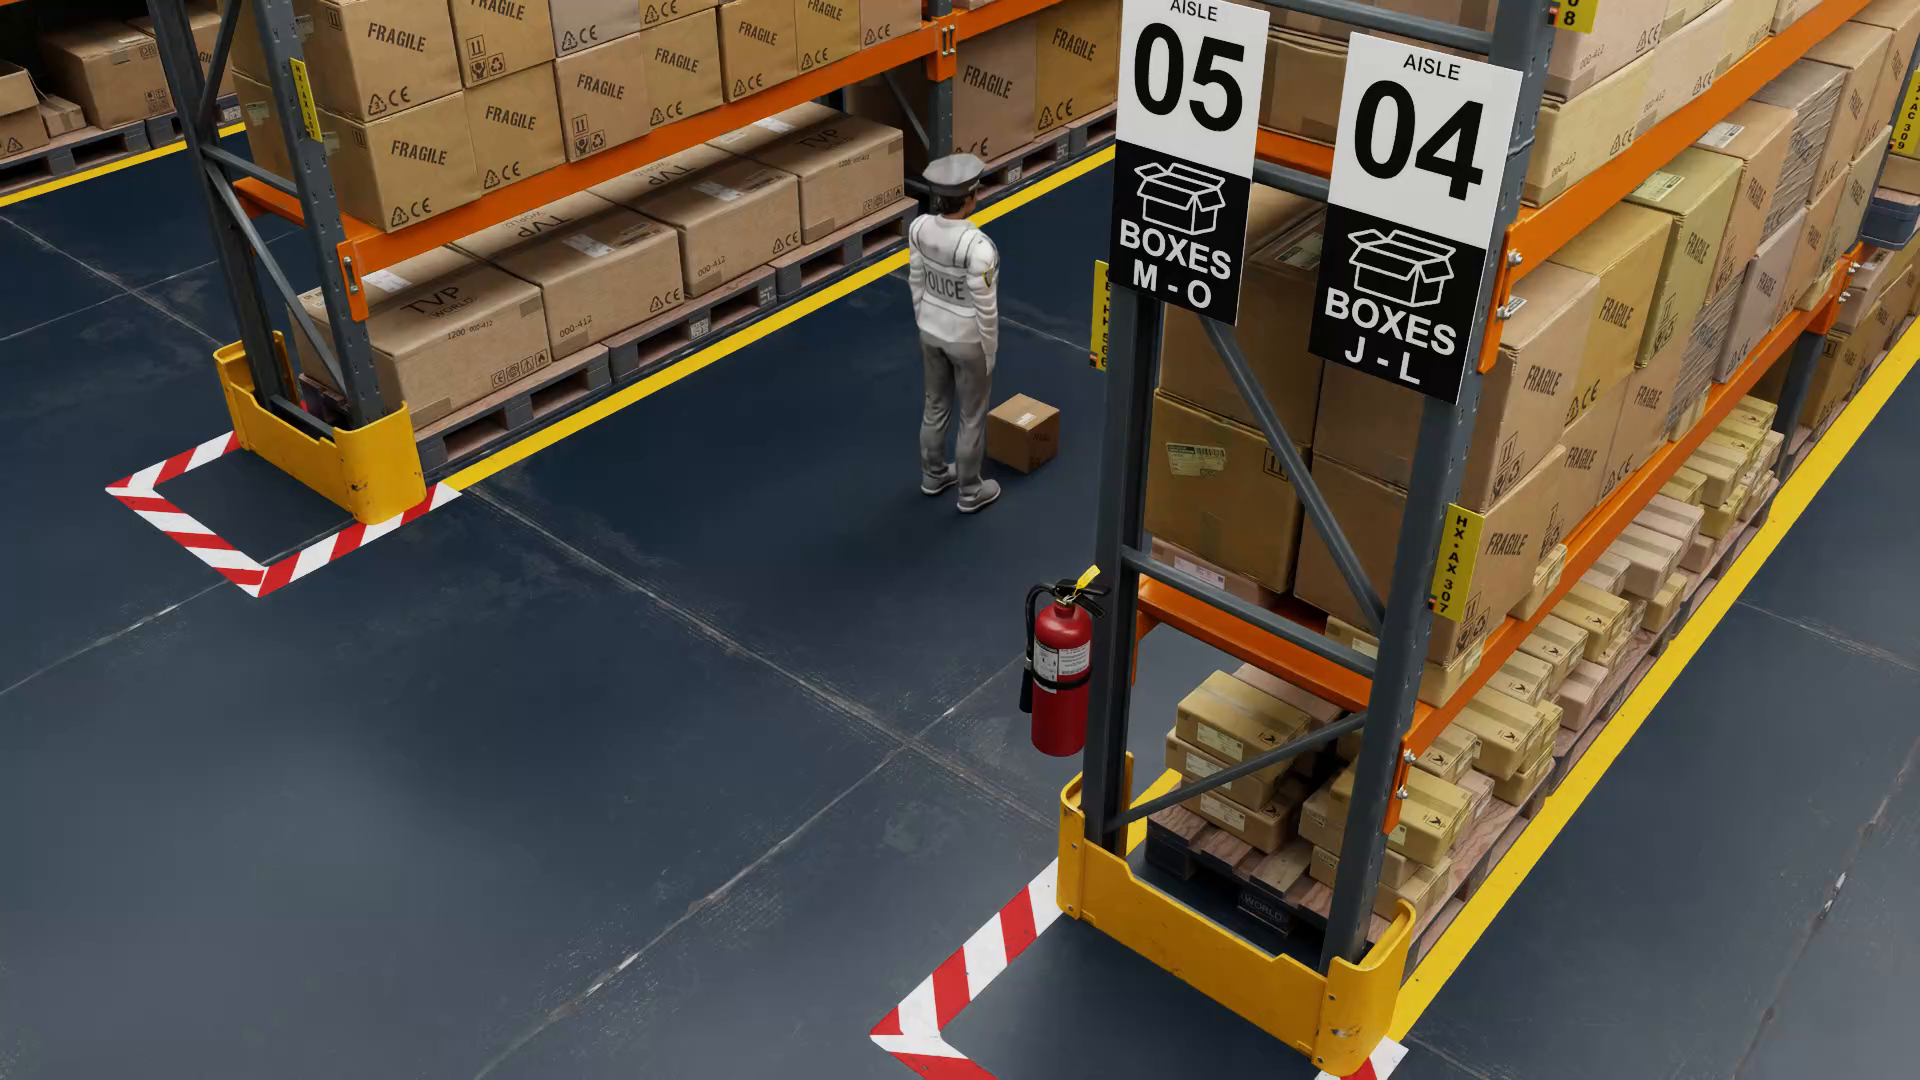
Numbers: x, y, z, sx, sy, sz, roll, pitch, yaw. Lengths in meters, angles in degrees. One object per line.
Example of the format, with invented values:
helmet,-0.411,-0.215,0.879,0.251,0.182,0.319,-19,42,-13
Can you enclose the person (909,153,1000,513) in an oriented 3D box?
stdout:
person,-0.006,-0.900,7.409,0.474,1.672,0.329,27,43,33
